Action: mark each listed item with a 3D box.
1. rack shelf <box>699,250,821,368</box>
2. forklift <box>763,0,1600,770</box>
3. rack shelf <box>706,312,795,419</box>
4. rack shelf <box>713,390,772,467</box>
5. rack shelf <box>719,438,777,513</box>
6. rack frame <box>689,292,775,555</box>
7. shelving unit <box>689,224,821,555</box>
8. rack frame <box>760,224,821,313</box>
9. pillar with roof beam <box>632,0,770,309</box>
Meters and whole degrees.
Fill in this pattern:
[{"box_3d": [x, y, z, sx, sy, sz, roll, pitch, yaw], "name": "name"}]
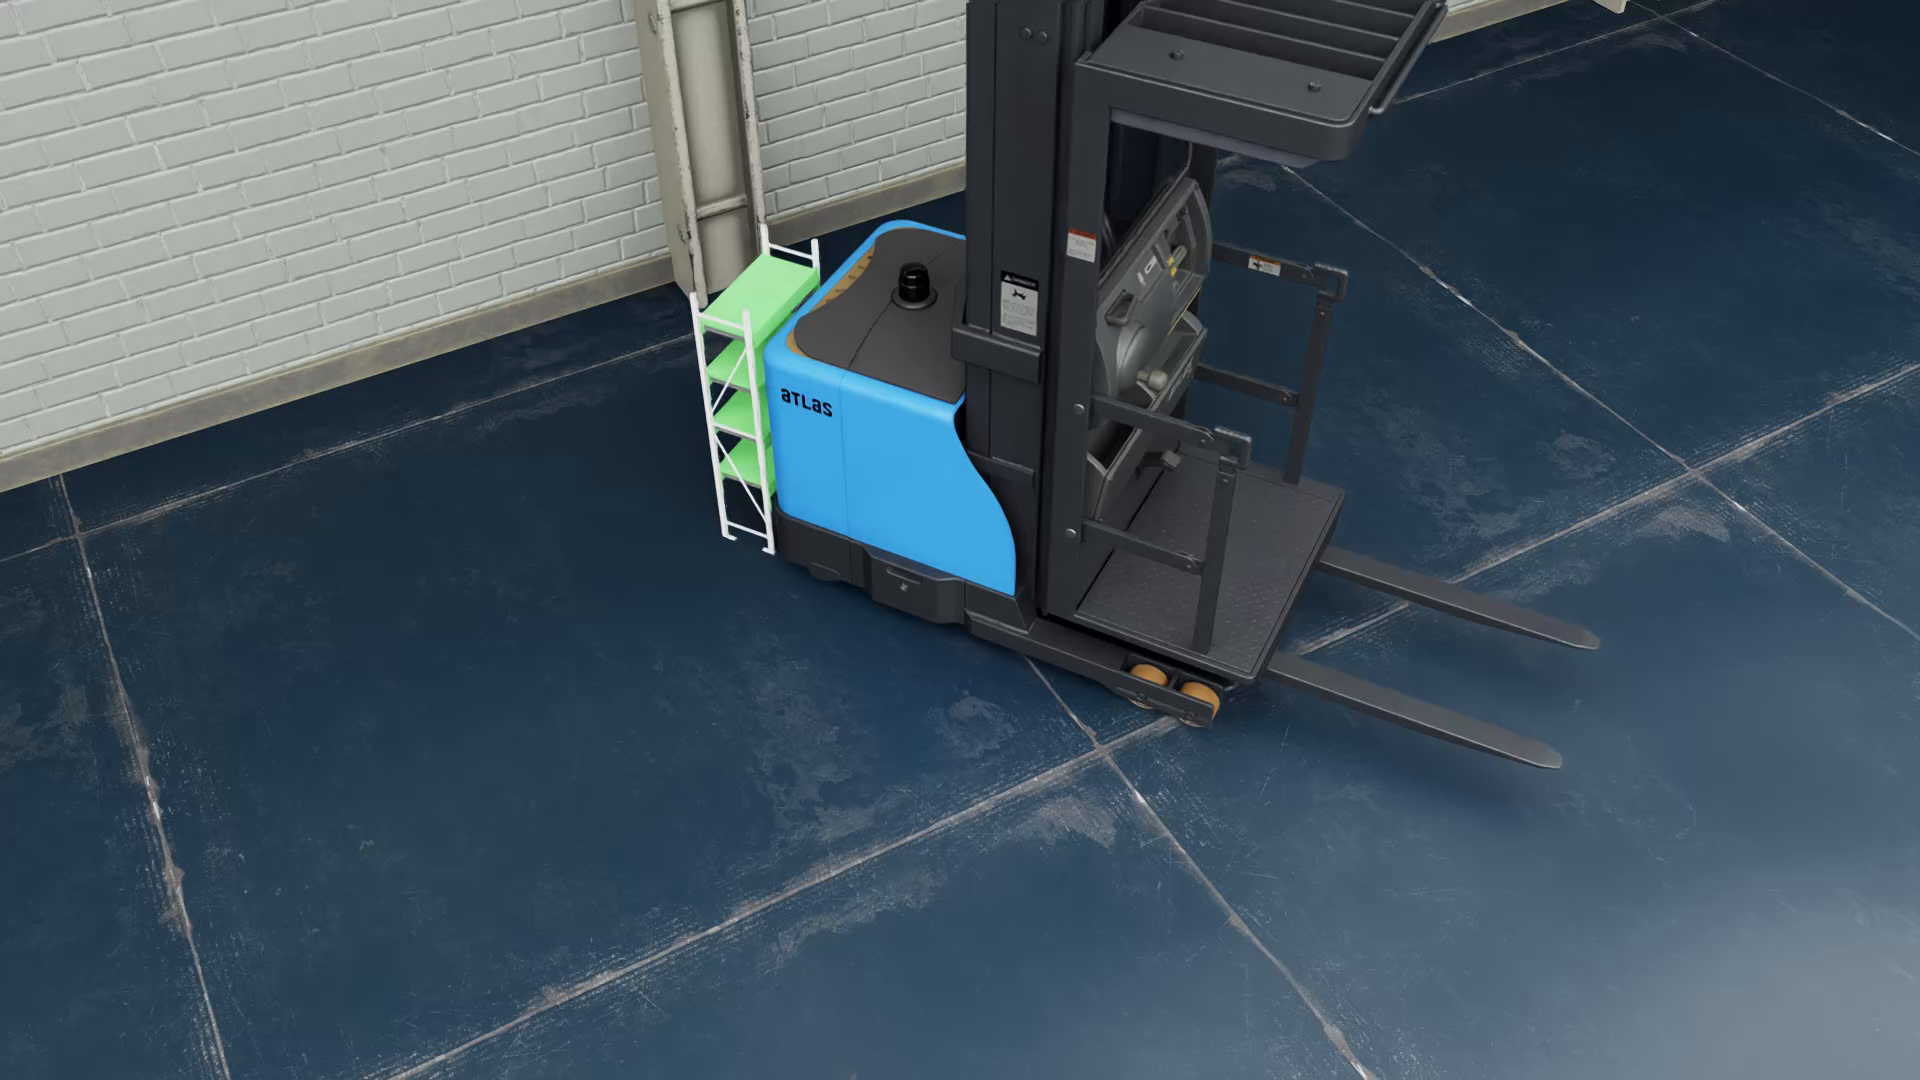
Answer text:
[{"box_3d": [-0.747, -0.864, 6.181, 0.258, 0.148, 0.480, 19, 47, 18], "name": "rack shelf"}, {"box_3d": [0.830, -0.798, 5.468, 3.031, 2.935, 1.130, 19, 47, 19], "name": "forklift"}, {"box_3d": [-0.747, -0.692, 6.348, 0.258, 0.148, 0.480, 19, 47, 18], "name": "rack shelf"}, {"box_3d": [-0.747, -0.519, 6.515, 0.258, 0.148, 0.480, 19, 47, 18], "name": "rack shelf"}, {"box_3d": [-0.747, -0.347, 6.683, 0.258, 0.148, 0.480, 19, 47, 18], "name": "rack shelf"}, {"box_3d": [-0.854, -0.413, 6.314, 0.240, 1.200, 0.015, 19, 47, 18], "name": "rack frame"}, {"box_3d": [-0.747, -0.565, 6.471, 0.258, 1.200, 0.503, 19, 47, 18], "name": "shelving unit"}, {"box_3d": [-0.639, -0.718, 6.628, 0.240, 1.200, 0.015, 19, 47, 18], "name": "rack frame"}, {"box_3d": [0.998, -1.881, 2.227, 0.400, 9.000, 9.100, -22, 48, -21], "name": "pillar with roof beam"}]
